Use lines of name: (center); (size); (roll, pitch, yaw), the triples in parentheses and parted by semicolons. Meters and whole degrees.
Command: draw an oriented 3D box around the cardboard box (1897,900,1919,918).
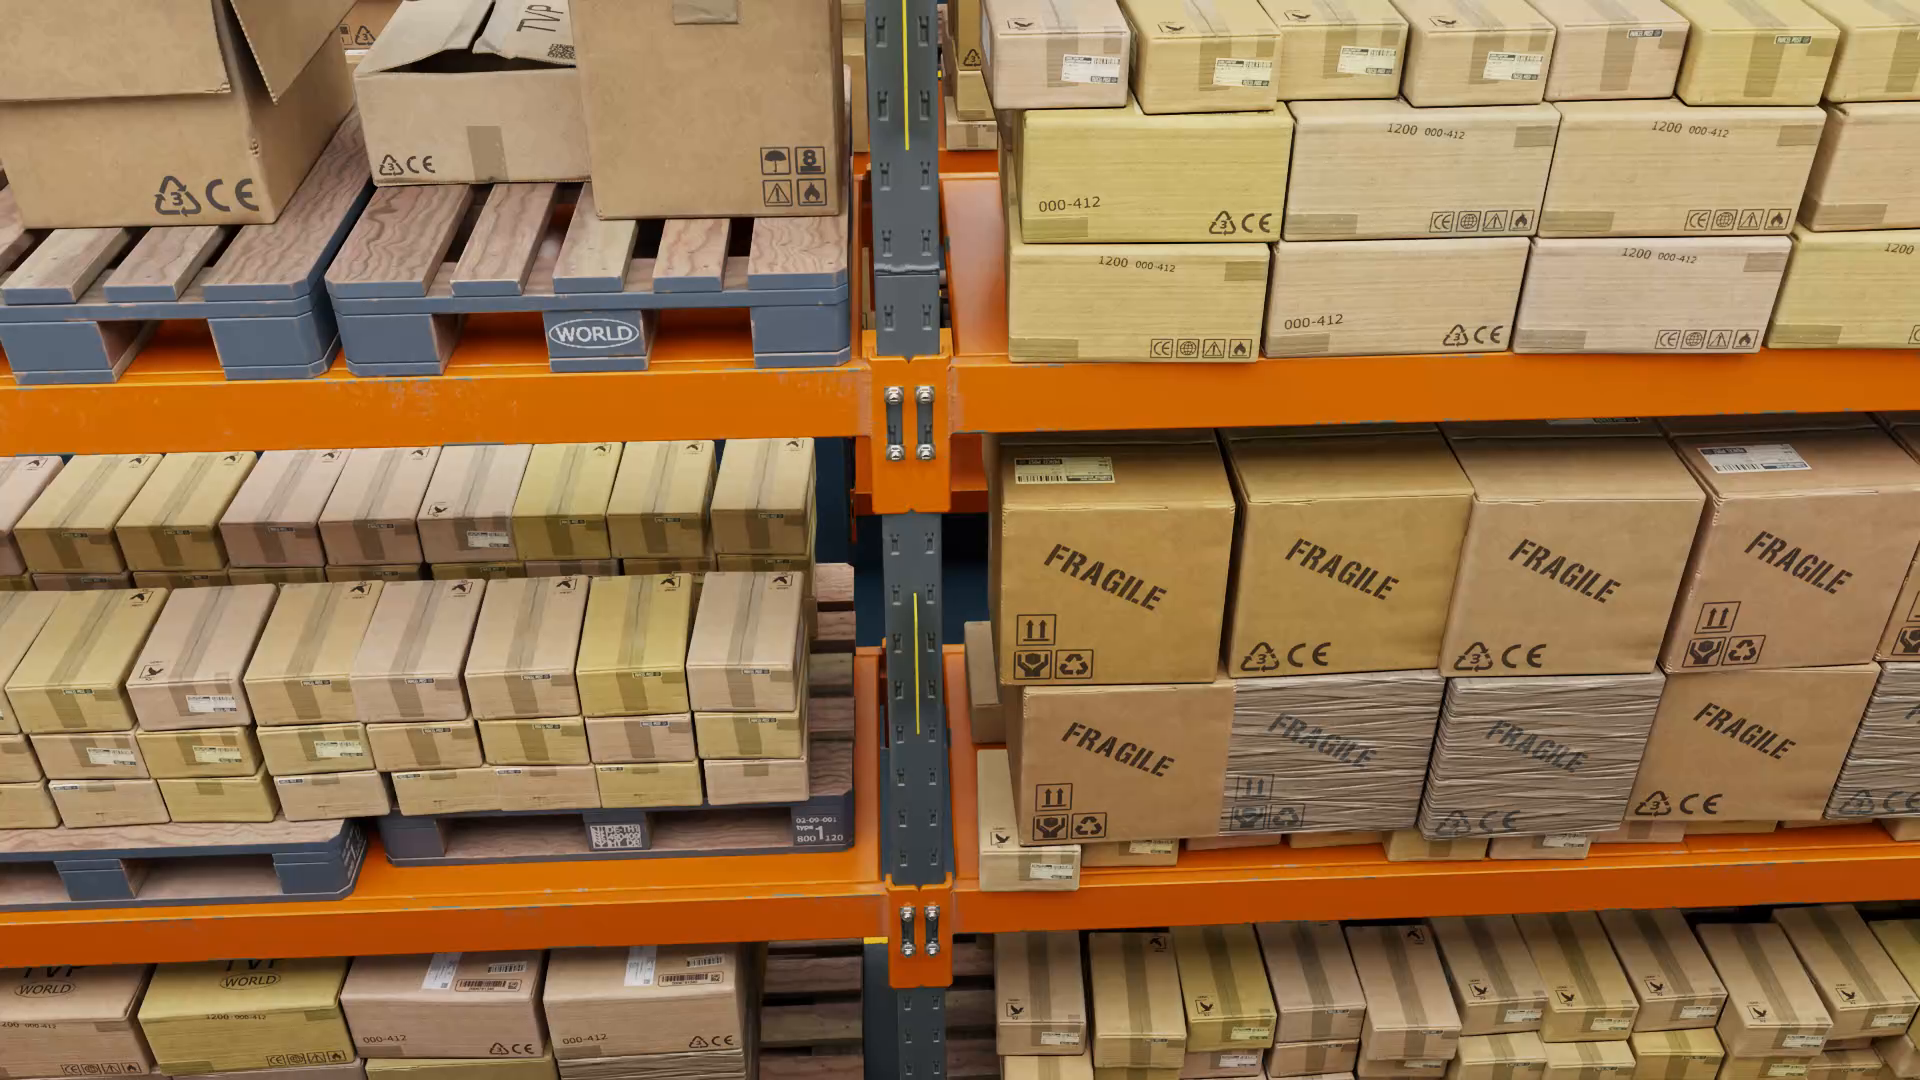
cardboard box: (3.058, 1.050, 5.471); (0.250, 0.149, 0.380); (-2, 35, -2)

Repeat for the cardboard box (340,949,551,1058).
cardboard box: (-1.372, 1.154, 4.615); (0.500, 0.250, 0.500); (0, 35, 0)

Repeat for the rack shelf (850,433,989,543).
rack shelf: (0.007, -0.262, 7.569); (1.000, 0.278, 0.538); (-2, 35, -2)

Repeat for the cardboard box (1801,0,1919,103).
cardboard box: (1.752, -0.997, 3.260); (0.250, 0.149, 0.380); (-3, 35, -4)

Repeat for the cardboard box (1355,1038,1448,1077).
cardboard box: (1.287, 1.402, 4.963); (0.250, 0.149, 0.380); (0, 35, 0)

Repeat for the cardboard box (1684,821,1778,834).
cardboard box: (2.002, 0.604, 4.463); (0.250, 0.149, 0.380); (-1, 35, -1)

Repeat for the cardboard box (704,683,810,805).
cardboard box: (-0.514, 0.491, 4.256); (0.250, 0.149, 0.380); (-2, 35, -3)

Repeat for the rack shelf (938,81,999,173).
rack shelf: (1.738, -2.143, 8.842); (4.000, 0.370, 1.077); (-2, 35, -2)

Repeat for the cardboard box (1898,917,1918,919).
cardboard box: (3.073, 1.215, 5.495); (0.250, 0.149, 0.380); (-2, 35, -2)

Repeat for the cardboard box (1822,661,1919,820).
cardboard box: (2.412, 0.355, 4.252); (0.500, 0.500, 0.500); (-1, 35, -2)

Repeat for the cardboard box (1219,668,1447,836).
cardboard box: (0.874, 0.387, 4.206); (0.500, 0.500, 0.500); (-2, 35, -2)

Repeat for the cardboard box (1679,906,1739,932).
cardboard box: (2.295, 1.114, 5.380); (0.250, 0.149, 0.380); (-3, 35, -5)

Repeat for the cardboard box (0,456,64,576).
cardboard box: (-2.634, -0.068, 4.541); (0.250, 0.149, 0.380); (-2, 35, -2)

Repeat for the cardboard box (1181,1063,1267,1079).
cardboard box: (0.764, 1.566, 4.987); (0.250, 0.149, 0.380); (-2, 35, -2)

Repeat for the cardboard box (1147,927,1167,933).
cardboard box: (0.710, 1.094, 5.408); (0.250, 0.149, 0.380); (-3, 35, -4)

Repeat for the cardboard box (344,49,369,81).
cardboard box: (-2.731, -2.207, 8.216); (0.500, 0.500, 0.500); (-2, 35, -3)

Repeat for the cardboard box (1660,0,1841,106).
cardboard box: (1.491, -0.982, 3.239); (0.250, 0.149, 0.380); (0, 35, 0)

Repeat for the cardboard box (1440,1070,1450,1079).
cardboard box: (1.547, 1.552, 5.008); (0.250, 0.149, 0.380); (-2, 35, -4)

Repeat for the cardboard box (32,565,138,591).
cardboard box: (-2.361, 0.045, 4.639); (0.250, 0.149, 0.380); (-1, 35, -1)

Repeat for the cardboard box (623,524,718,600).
cardboard box: (-0.800, 0.003, 4.700); (0.250, 0.149, 0.380); (-2, 35, -3)

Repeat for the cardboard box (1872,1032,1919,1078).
cardboard box: (2.837, 1.398, 4.968); (0.250, 0.149, 0.380); (-3, 35, -4)

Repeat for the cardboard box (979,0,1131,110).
cardboard box: (0.176, -0.974, 3.228); (0.250, 0.149, 0.380); (-2, 35, -3)

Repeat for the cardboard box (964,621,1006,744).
cardboard box: (0.148, 0.400, 4.757); (0.250, 0.149, 0.380); (-2, 35, -3)

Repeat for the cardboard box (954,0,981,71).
cardboard box: (0.230, -2.621, 8.113); (0.500, 0.500, 0.500); (-2, 35, -2)

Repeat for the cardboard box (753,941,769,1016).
cardboard box: (-0.877, 1.162, 5.263); (0.500, 0.500, 0.500); (0, 35, 0)

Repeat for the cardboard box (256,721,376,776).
cardboard box: (-1.558, 0.398, 4.130); (0.250, 0.149, 0.380); (-3, 35, -5)

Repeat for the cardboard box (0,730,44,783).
cardboard box: (-2.343, 0.419, 4.099); (0.250, 0.149, 0.380); (-2, 35, -3)

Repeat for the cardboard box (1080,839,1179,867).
cardboard box: (0.427, 0.670, 4.367); (0.250, 0.149, 0.380); (-1, 35, -1)

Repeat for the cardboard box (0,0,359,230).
cardboard box: (-1.675, -1.044, 3.527); (0.637, 0.503, 0.797); (-2, 35, -3)

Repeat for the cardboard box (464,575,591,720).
cardboard box: (-1.045, 0.259, 4.069); (0.250, 0.149, 0.380); (-3, 35, -4)

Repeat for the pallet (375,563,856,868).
pallet: (-0.897, 0.454, 4.626); (1.213, 0.211, 1.003); (-2, 35, -2)

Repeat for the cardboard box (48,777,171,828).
cardboard box: (-2.081, 0.535, 4.192); (0.250, 0.149, 0.380); (-3, 35, -4)

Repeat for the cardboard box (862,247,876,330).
cardboard box: (-0.898, -1.655, 9.004); (0.875, 0.875, 1.225); (-1, 35, -2)

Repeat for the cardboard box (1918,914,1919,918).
cardboard box: (3.099, 1.217, 4.969); (0.250, 0.149, 0.380); (-1, 35, -1)

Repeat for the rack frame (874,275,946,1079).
rack frame: (-0.126, 0.437, 4.482); (0.127, 3.000, 1.000); (-2, 35, -2)

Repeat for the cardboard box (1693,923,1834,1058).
cardboard box: (2.319, 1.306, 4.840); (0.250, 0.149, 0.380); (0, 35, 0)

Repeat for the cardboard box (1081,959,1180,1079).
cardboard box: (0.499, 1.429, 4.924); (0.250, 0.149, 0.380); (-1, 35, -2)

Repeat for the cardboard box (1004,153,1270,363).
cardboard box: (0.349, -0.597, 3.472); (0.500, 0.250, 0.500); (0, 35, 0)

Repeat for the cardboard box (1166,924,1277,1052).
cardboard box: (0.756, 1.292, 4.860); (0.250, 0.149, 0.380); (-2, 35, -3)

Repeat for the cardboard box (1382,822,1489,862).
cardboard box: (1.217, 0.659, 4.382); (0.250, 0.149, 0.380); (-1, 35, -1)

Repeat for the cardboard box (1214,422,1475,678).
cardboard box: (0.853, -0.033, 3.935); (0.500, 0.500, 0.500); (-3, 35, -4)

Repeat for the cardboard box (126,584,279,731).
cardboard box: (-1.820, 0.280, 4.039); (0.250, 0.149, 0.380); (-3, 35, -4)

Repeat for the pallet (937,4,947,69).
pallet: (0.238, -4.095, 13.482); (1.213, 0.211, 1.003); (-2, 35, -2)

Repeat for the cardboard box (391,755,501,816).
cardboard box: (-1.272, 0.511, 4.228); (0.250, 0.149, 0.380); (-3, 35, -5)

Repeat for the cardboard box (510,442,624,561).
cardboard box: (-1.076, -0.111, 4.604); (0.250, 0.149, 0.380); (-1, 35, -2)

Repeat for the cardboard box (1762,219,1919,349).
cardboard box: (1.892, -0.630, 3.521); (0.500, 0.250, 0.500); (0, 35, 0)

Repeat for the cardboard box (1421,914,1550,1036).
cardboard box: (1.542, 1.258, 4.910); (0.250, 0.149, 0.380); (-3, 35, -4)

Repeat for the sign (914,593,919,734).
sign: (-0.096, 0.277, 3.697); (0.005, 0.325, 0.100); (-2, 35, -2)

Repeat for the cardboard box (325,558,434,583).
cardboard box: (-1.587, 0.026, 4.667); (0.250, 0.149, 0.380); (0, 35, 0)

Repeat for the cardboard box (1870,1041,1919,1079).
cardboard box: (2.833, 1.485, 5.105); (0.250, 0.149, 0.380); (-2, 35, -2)

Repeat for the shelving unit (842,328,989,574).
shelving unit: (0.007, -0.463, 7.430); (1.048, 1.125, 0.538); (-2, 35, -2)

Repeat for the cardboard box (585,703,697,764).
cardboard box: (-0.777, 0.376, 4.160); (0.250, 0.149, 0.380); (-1, 35, -2)

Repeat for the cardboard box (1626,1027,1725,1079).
cardboard box: (2.063, 1.416, 4.943); (0.250, 0.149, 0.380); (0, 35, 0)

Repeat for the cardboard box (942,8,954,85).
cardboard box: (0.168, -2.606, 8.751); (0.500, 0.250, 0.500); (-2, 35, -3)

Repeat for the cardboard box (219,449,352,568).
cardboard box: (-1.833, -0.092, 4.576); (0.250, 0.149, 0.380); (0, 35, 0)

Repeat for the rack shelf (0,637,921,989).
rack shelf: (-2.124, 0.787, 4.609); (4.000, 0.370, 1.077); (-2, 35, -2)

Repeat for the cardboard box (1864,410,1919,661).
cardboard box: (2.399, -0.058, 3.971); (0.500, 0.500, 0.500); (0, 35, 0)

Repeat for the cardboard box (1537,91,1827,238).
cardboard box: (1.367, -0.833, 3.374); (0.500, 0.250, 0.500); (-1, 35, -1)

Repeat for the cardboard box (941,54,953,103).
cardboard box: (0.029, -2.476, 8.912); (0.250, 0.149, 0.380); (-1, 35, -2)

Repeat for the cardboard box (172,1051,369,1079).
cardboard box: (-1.879, 1.481, 4.802); (0.500, 0.500, 0.500); (-2, 35, -3)
